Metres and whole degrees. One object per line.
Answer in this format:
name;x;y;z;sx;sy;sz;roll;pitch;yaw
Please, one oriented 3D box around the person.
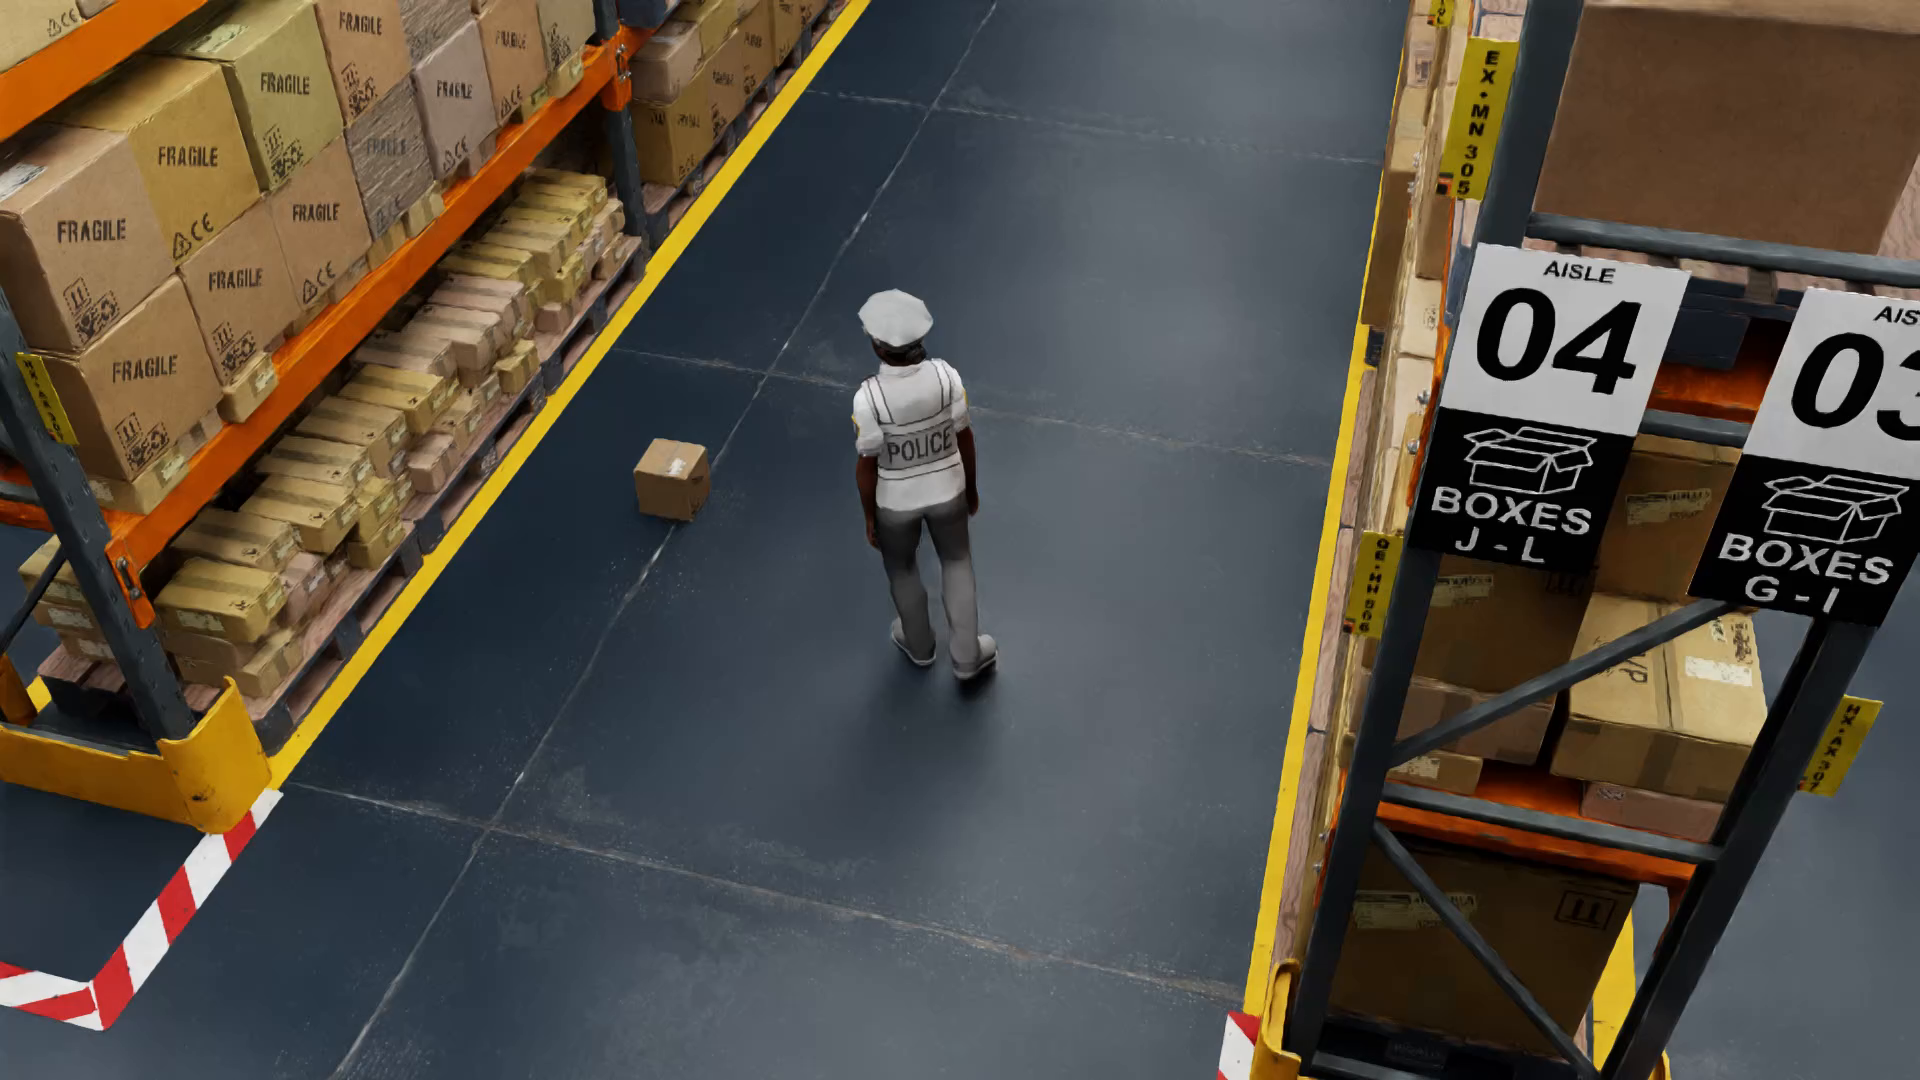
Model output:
person;-0.127;-0.139;6.310;0.519;1.664;0.515;-13;43;-14
